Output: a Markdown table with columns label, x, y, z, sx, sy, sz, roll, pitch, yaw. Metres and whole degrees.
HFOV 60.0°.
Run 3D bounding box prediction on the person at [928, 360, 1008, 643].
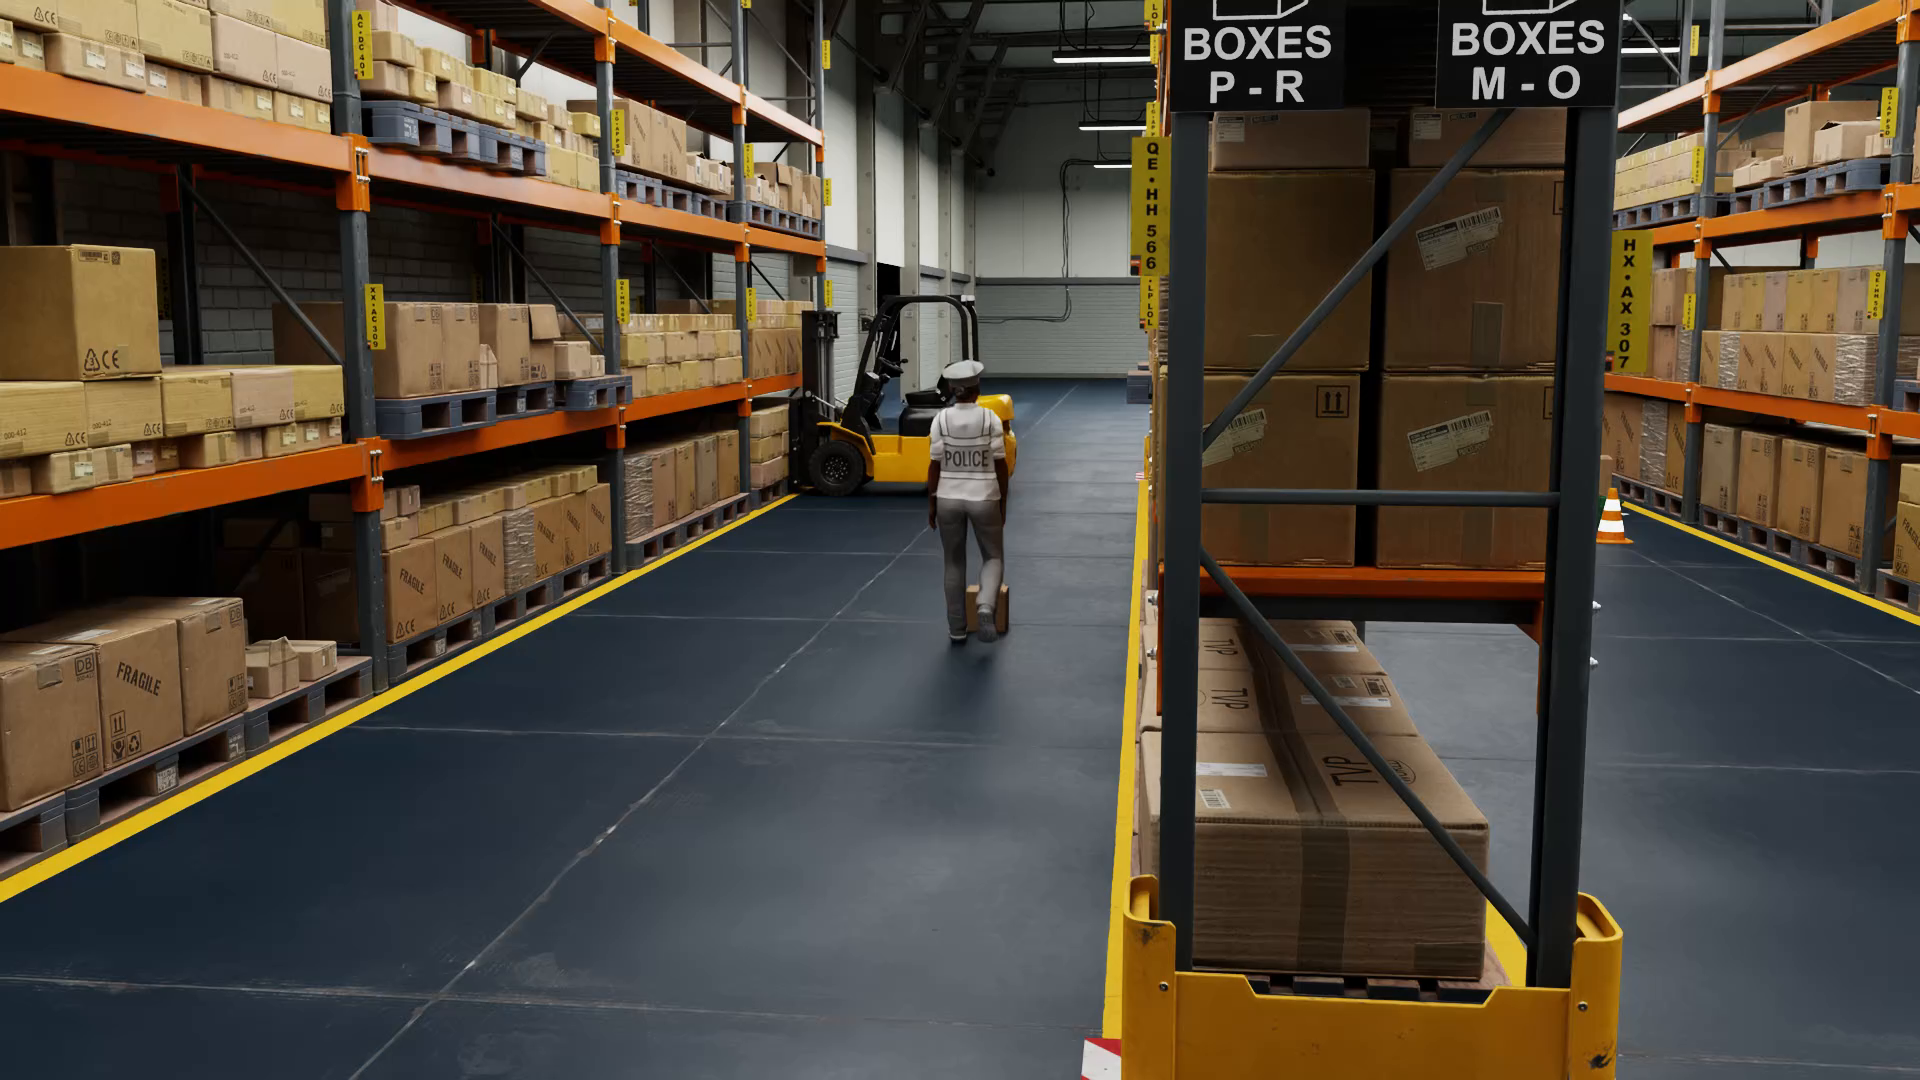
| label | x | y | z | sx | sy | sz | roll | pitch | yaw |
| --- | --- | --- | --- | --- | --- | --- | --- | --- | --- |
| person | 0.048 | -0.219 | 9.728 | 0.471 | 1.660 | 0.675 | 0 | 8 | 3 |
